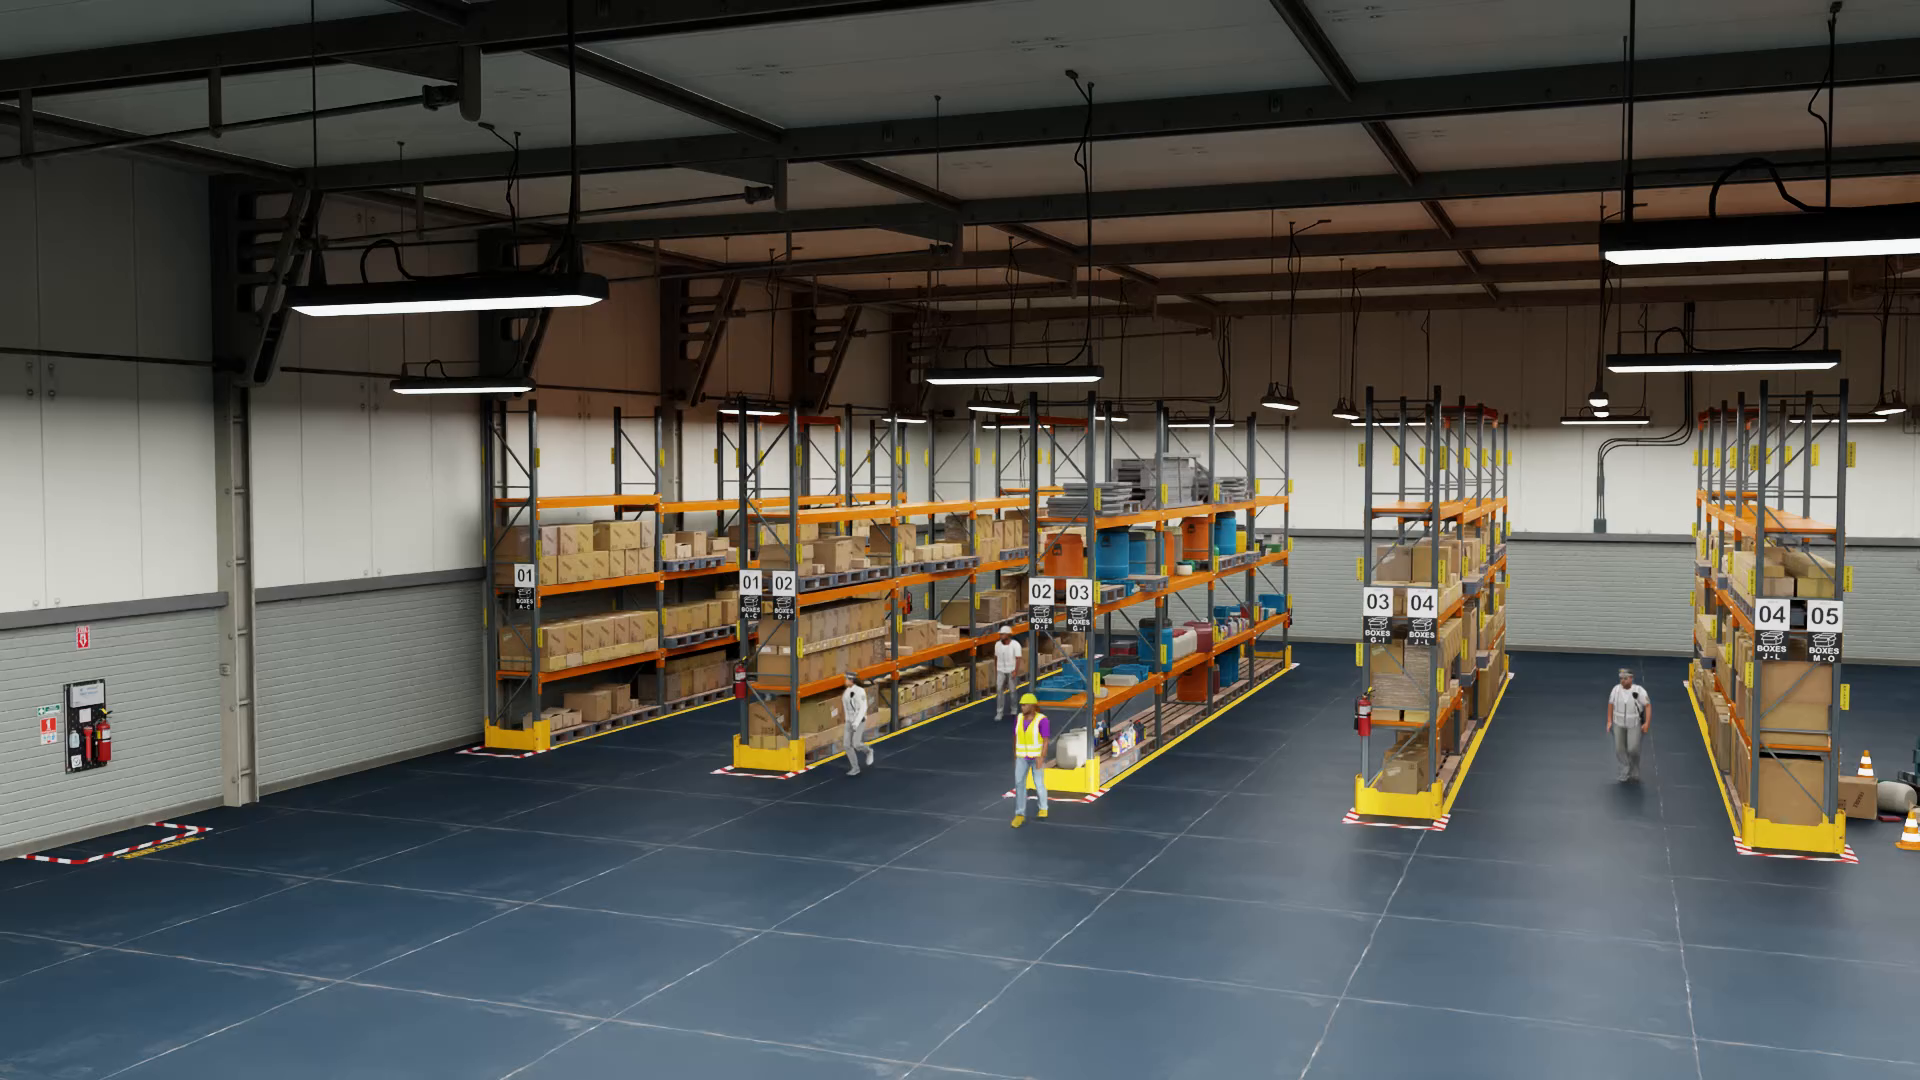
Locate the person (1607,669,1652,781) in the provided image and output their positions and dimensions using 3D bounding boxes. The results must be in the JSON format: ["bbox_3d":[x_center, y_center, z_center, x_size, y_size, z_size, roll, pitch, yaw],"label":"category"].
[{"bbox_3d":[10.422,2.858,25.872,0.635,1.748,0.521,2,4,37],"label":"person"}]

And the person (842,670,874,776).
[{"bbox_3d":[-1.639,2.886,26.394,0.549,1.649,0.551,3,4,44],"label":"person"}]

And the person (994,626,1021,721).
[{"bbox_3d":[0.886,2.550,32.004,0.589,1.777,0.813,1,3,22],"label":"person"}]

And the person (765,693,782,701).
[{"bbox_3d":[-3.717,2.529,33.484,0.507,1.681,0.674,0,3,-4],"label":"person"}]

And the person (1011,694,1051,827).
[{"bbox_3d":[0.942,2.992,22.841,0.601,1.750,0.881,1,3,25],"label":"person"}]
